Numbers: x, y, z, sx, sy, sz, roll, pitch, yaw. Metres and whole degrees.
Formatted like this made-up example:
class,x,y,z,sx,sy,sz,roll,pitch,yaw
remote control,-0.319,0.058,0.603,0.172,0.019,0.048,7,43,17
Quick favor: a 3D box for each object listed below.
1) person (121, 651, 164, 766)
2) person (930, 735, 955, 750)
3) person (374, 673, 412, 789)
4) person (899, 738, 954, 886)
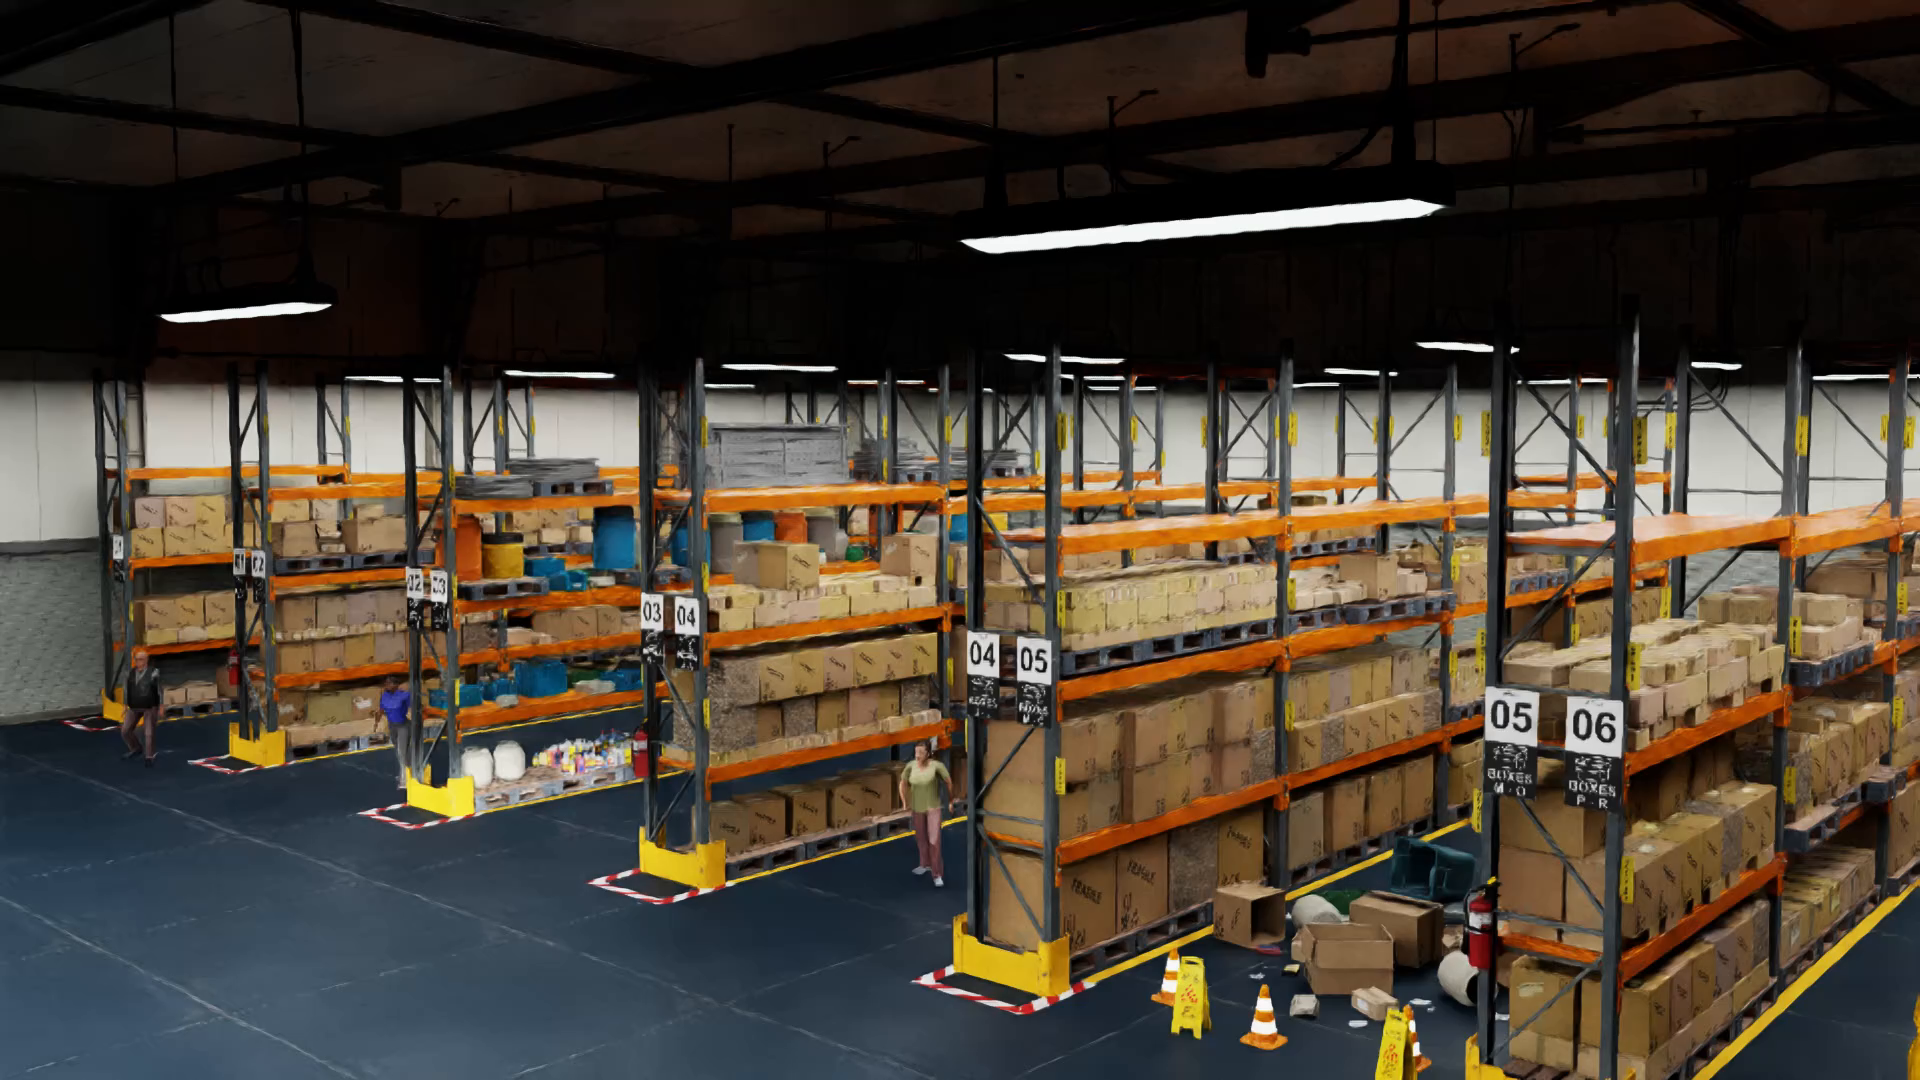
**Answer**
class,x,y,z,sx,sy,sz,roll,pitch,yaw
person,-12.197,2.489,24.720,0.709,1.711,0.518,0,4,0
person,-0.352,2.580,24.122,0.446,1.590,1.110,4,6,43
person,-7.834,2.645,23.361,0.622,1.591,0.822,2,5,25
person,-0.354,2.992,18.524,0.621,1.608,0.790,2,5,21
